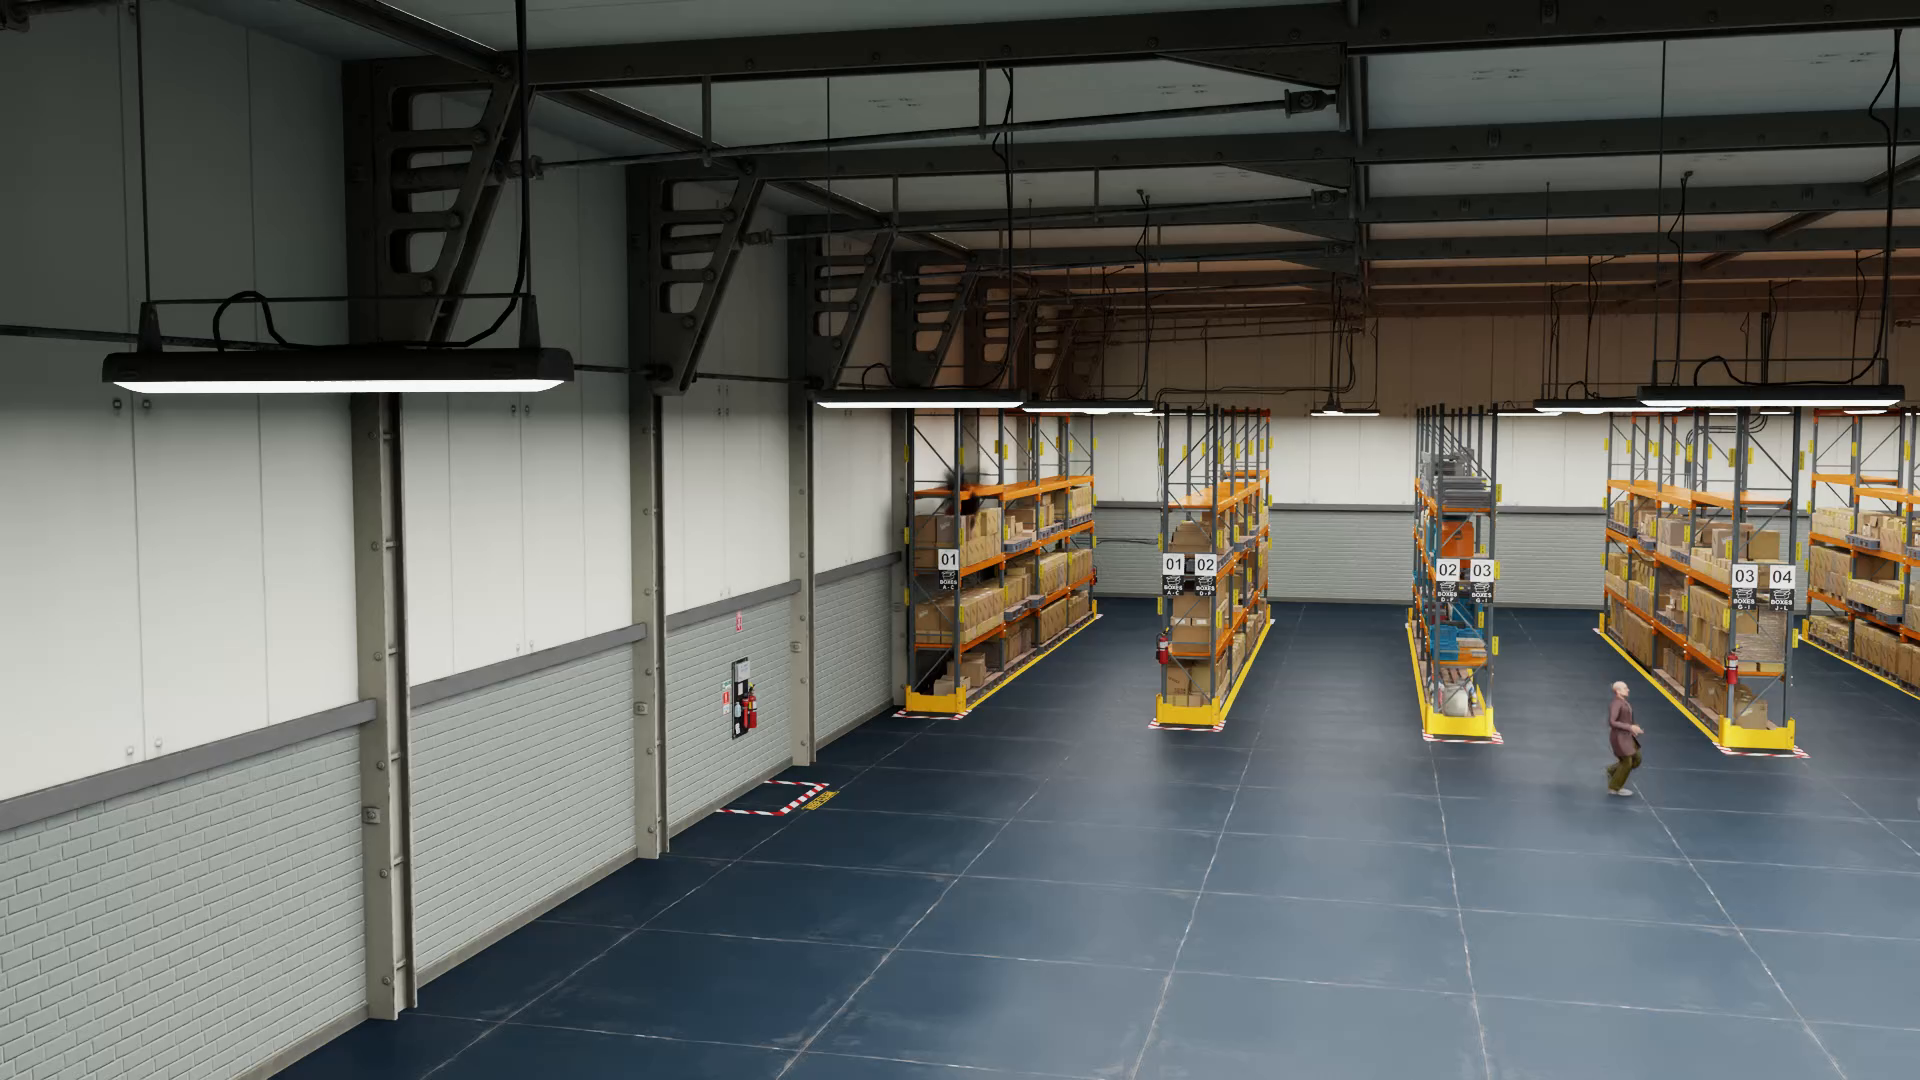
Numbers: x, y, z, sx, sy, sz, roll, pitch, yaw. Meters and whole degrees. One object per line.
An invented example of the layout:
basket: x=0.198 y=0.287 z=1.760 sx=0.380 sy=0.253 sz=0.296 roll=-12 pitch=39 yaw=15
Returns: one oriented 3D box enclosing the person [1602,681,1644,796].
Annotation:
person: x=10.086 y=3.012 z=25.253 sx=0.653 sy=1.729 sz=0.703 roll=3 pitch=5 yaw=36
